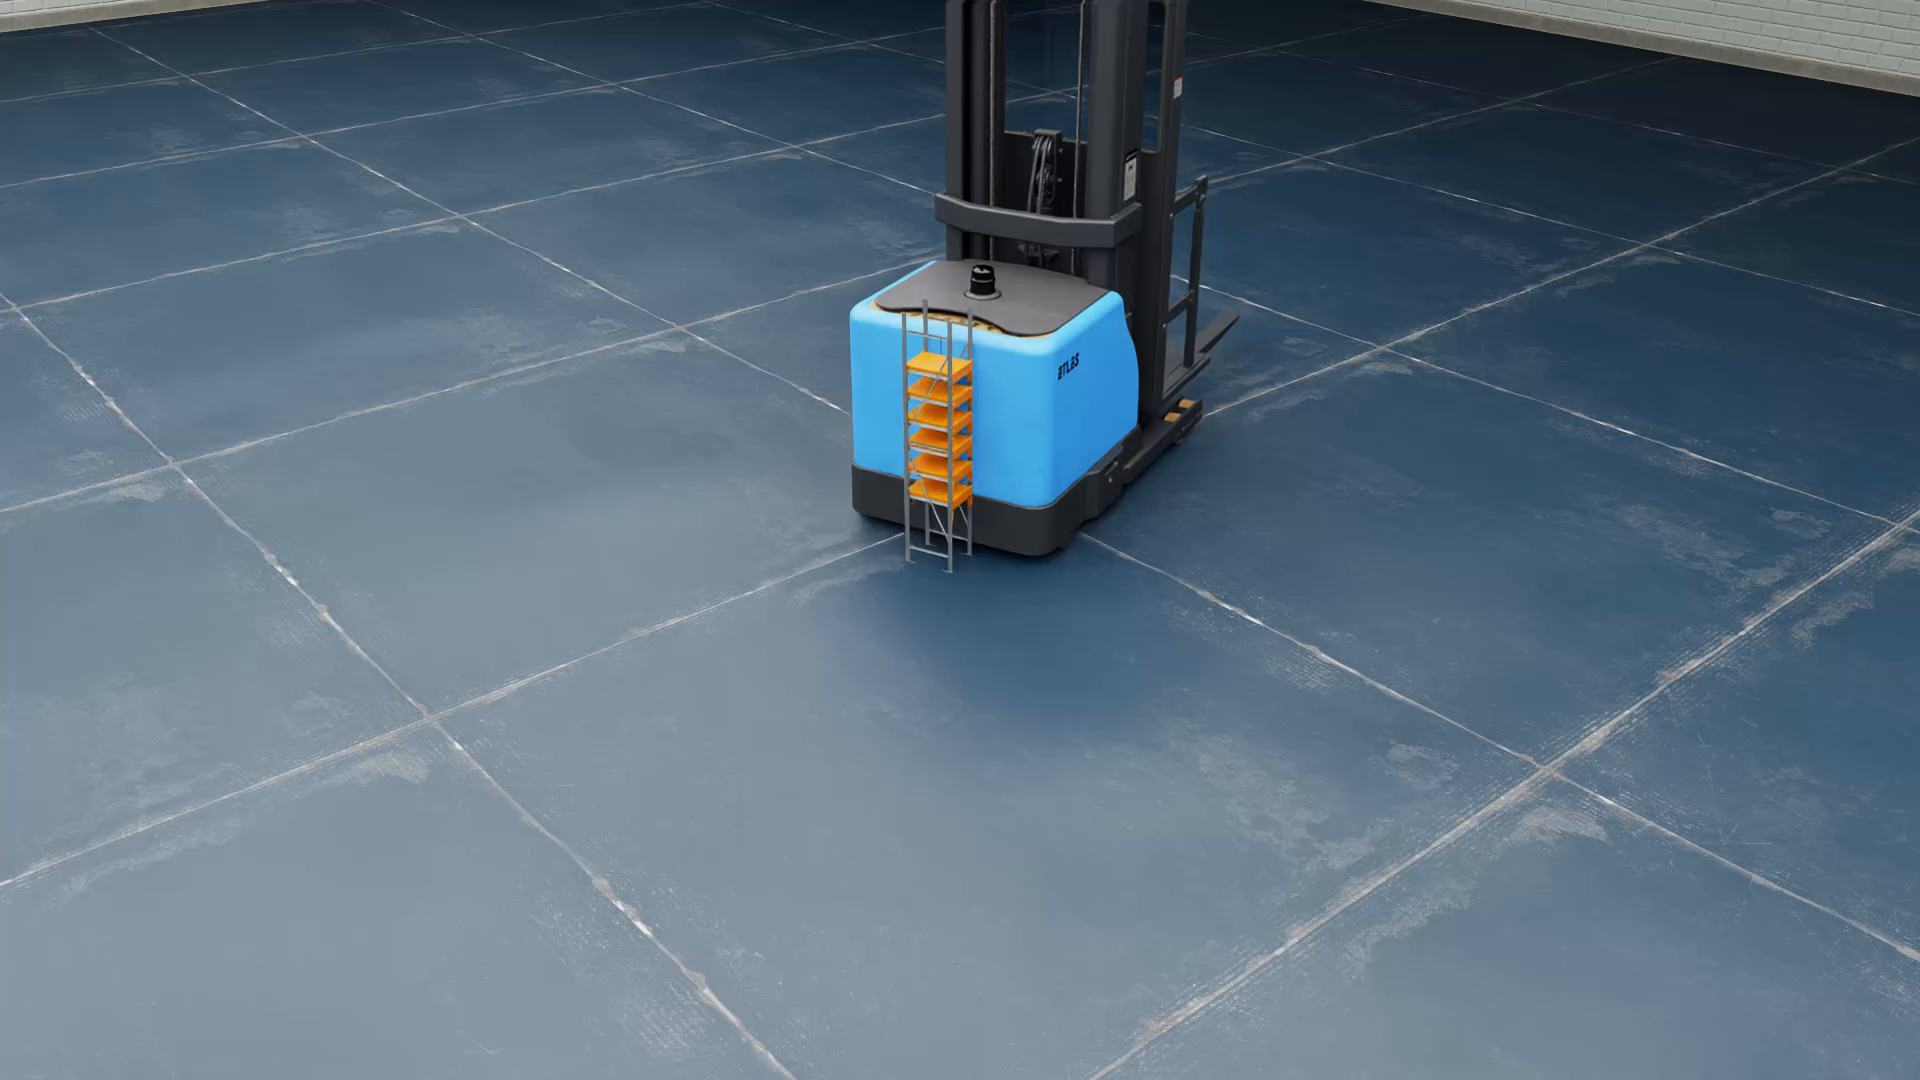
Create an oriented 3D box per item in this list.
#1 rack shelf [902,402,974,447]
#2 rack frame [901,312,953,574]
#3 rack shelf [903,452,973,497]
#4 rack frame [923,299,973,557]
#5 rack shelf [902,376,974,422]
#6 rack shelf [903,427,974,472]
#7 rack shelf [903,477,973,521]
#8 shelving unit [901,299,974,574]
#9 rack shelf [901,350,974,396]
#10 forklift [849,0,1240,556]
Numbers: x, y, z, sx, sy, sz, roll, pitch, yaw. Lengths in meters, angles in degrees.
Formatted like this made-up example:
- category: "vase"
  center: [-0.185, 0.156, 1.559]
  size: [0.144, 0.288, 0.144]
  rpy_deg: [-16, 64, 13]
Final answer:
- category: "rack shelf"
  center: [-0.096, -0.509, 7.270]
  size: [0.258, 0.103, 0.180]
  rpy_deg: [14, 31, 25]
- category: "rack frame"
  center: [-0.140, -0.405, 7.234]
  size: [0.240, 1.200, 0.006]
  rpy_deg: [14, 31, 25]
- category: "rack shelf"
  center: [-0.096, -0.298, 7.383]
  size: [0.258, 0.103, 0.180]
  rpy_deg: [14, 31, 25]
- category: "rack frame"
  center: [-0.053, -0.481, 7.376]
  size: [0.240, 1.200, 0.006]
  rpy_deg: [14, 31, 25]
- category: "rack shelf"
  center: [-0.096, -0.615, 7.213]
  size: [0.258, 0.103, 0.180]
  rpy_deg: [14, 31, 25]
- category: "rack shelf"
  center: [-0.096, -0.404, 7.326]
  size: [0.258, 0.103, 0.180]
  rpy_deg: [14, 31, 25]
- category: "rack shelf"
  center: [-0.096, -0.192, 7.440]
  size: [0.258, 0.103, 0.180]
  rpy_deg: [14, 31, 25]
- category: "shelving unit"
  center: [-0.096, -0.443, 7.305]
  size: [0.258, 1.200, 0.189]
  rpy_deg: [14, 31, 25]
- category: "rack shelf"
  center: [-0.096, -0.721, 7.157]
  size: [0.258, 0.103, 0.180]
  rpy_deg: [14, 31, 25]
- category: "forklift"
  center: [0.633, -1.884, 8.166]
  size: [1.130, 2.935, 3.031]
  rpy_deg: [14, 31, 25]
